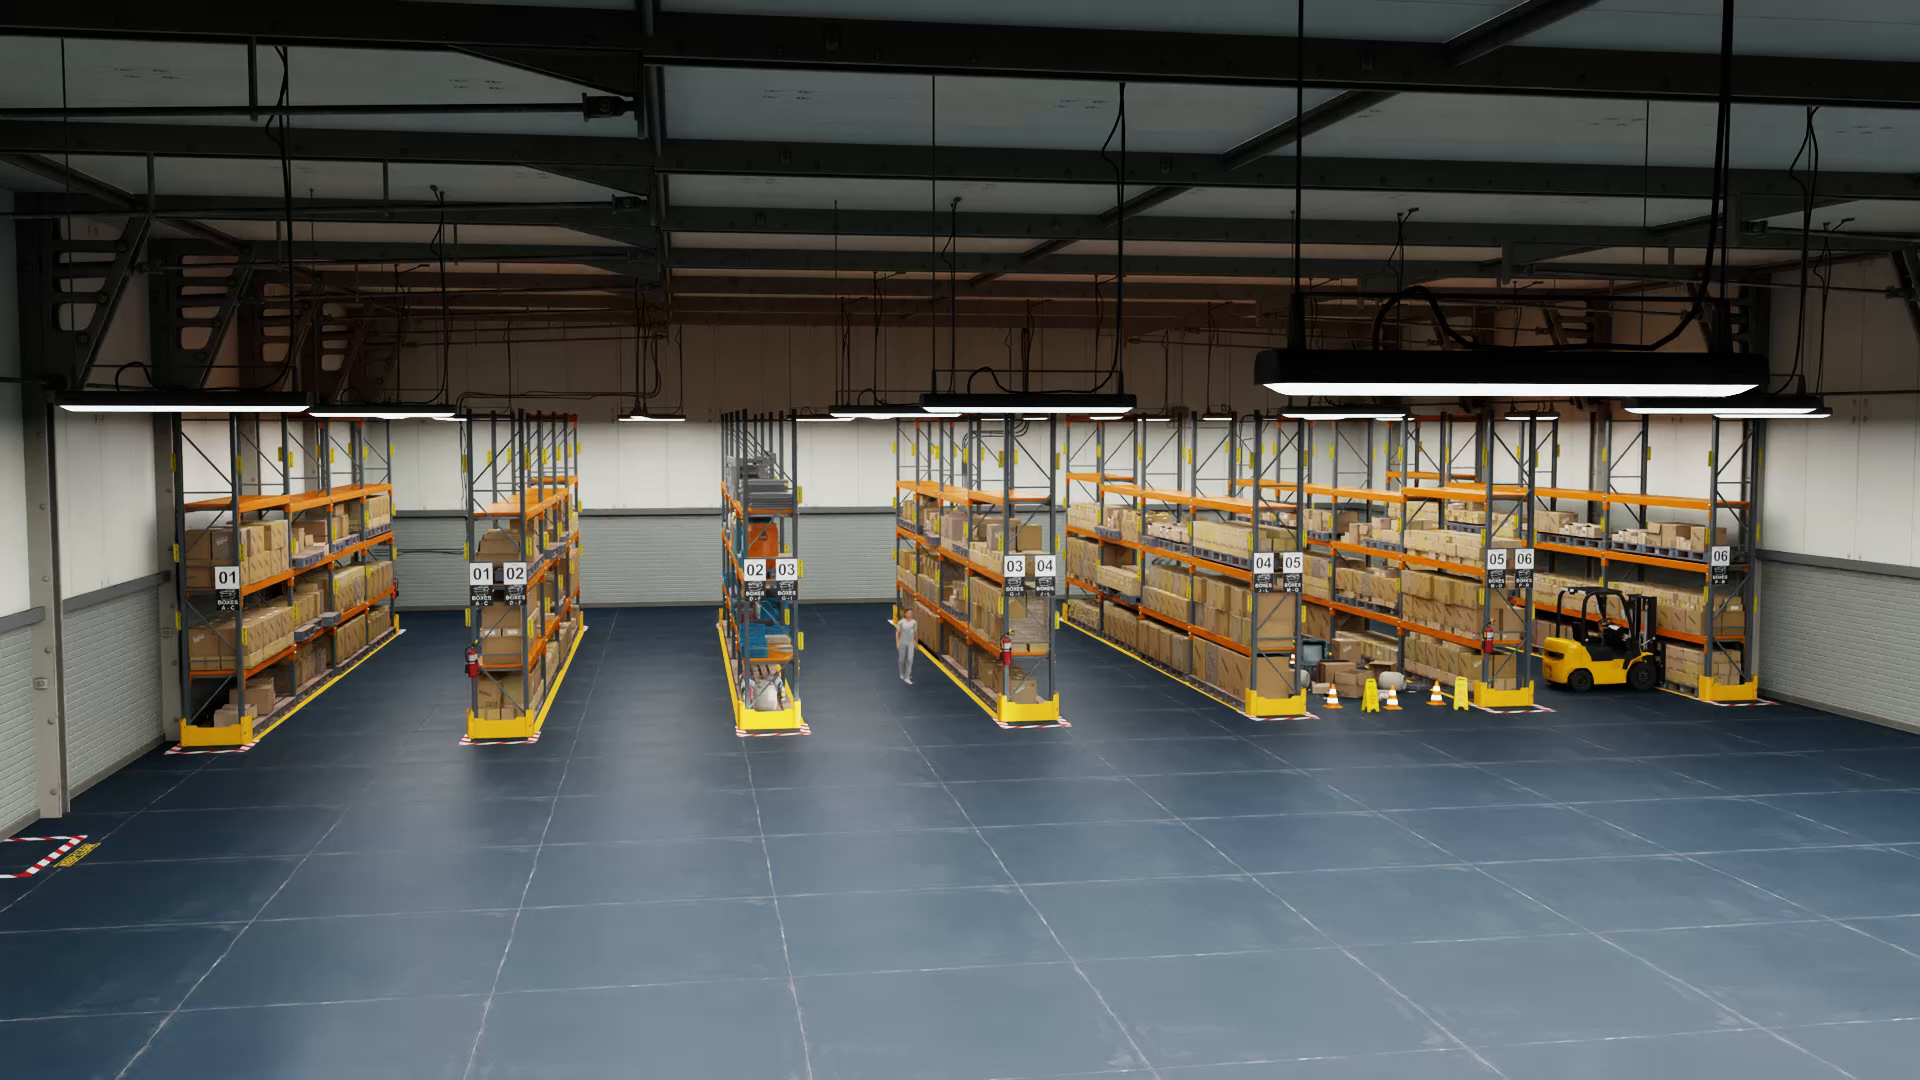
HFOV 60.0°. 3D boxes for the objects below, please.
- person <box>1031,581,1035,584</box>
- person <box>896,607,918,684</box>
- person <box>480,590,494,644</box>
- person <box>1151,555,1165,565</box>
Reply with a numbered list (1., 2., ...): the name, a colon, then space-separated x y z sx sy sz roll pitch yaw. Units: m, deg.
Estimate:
1. person: 2.273 1.442 49.702 1.052 1.618 0.432 -1 4 -16
2. person: -1.171 2.333 36.981 0.517 1.670 0.755 -1 4 -10
3. person: -12.104 1.852 42.949 0.630 1.760 0.722 -1 4 -8
4. person: 6.287 1.201 52.569 0.820 1.696 0.534 -3 5 -41
